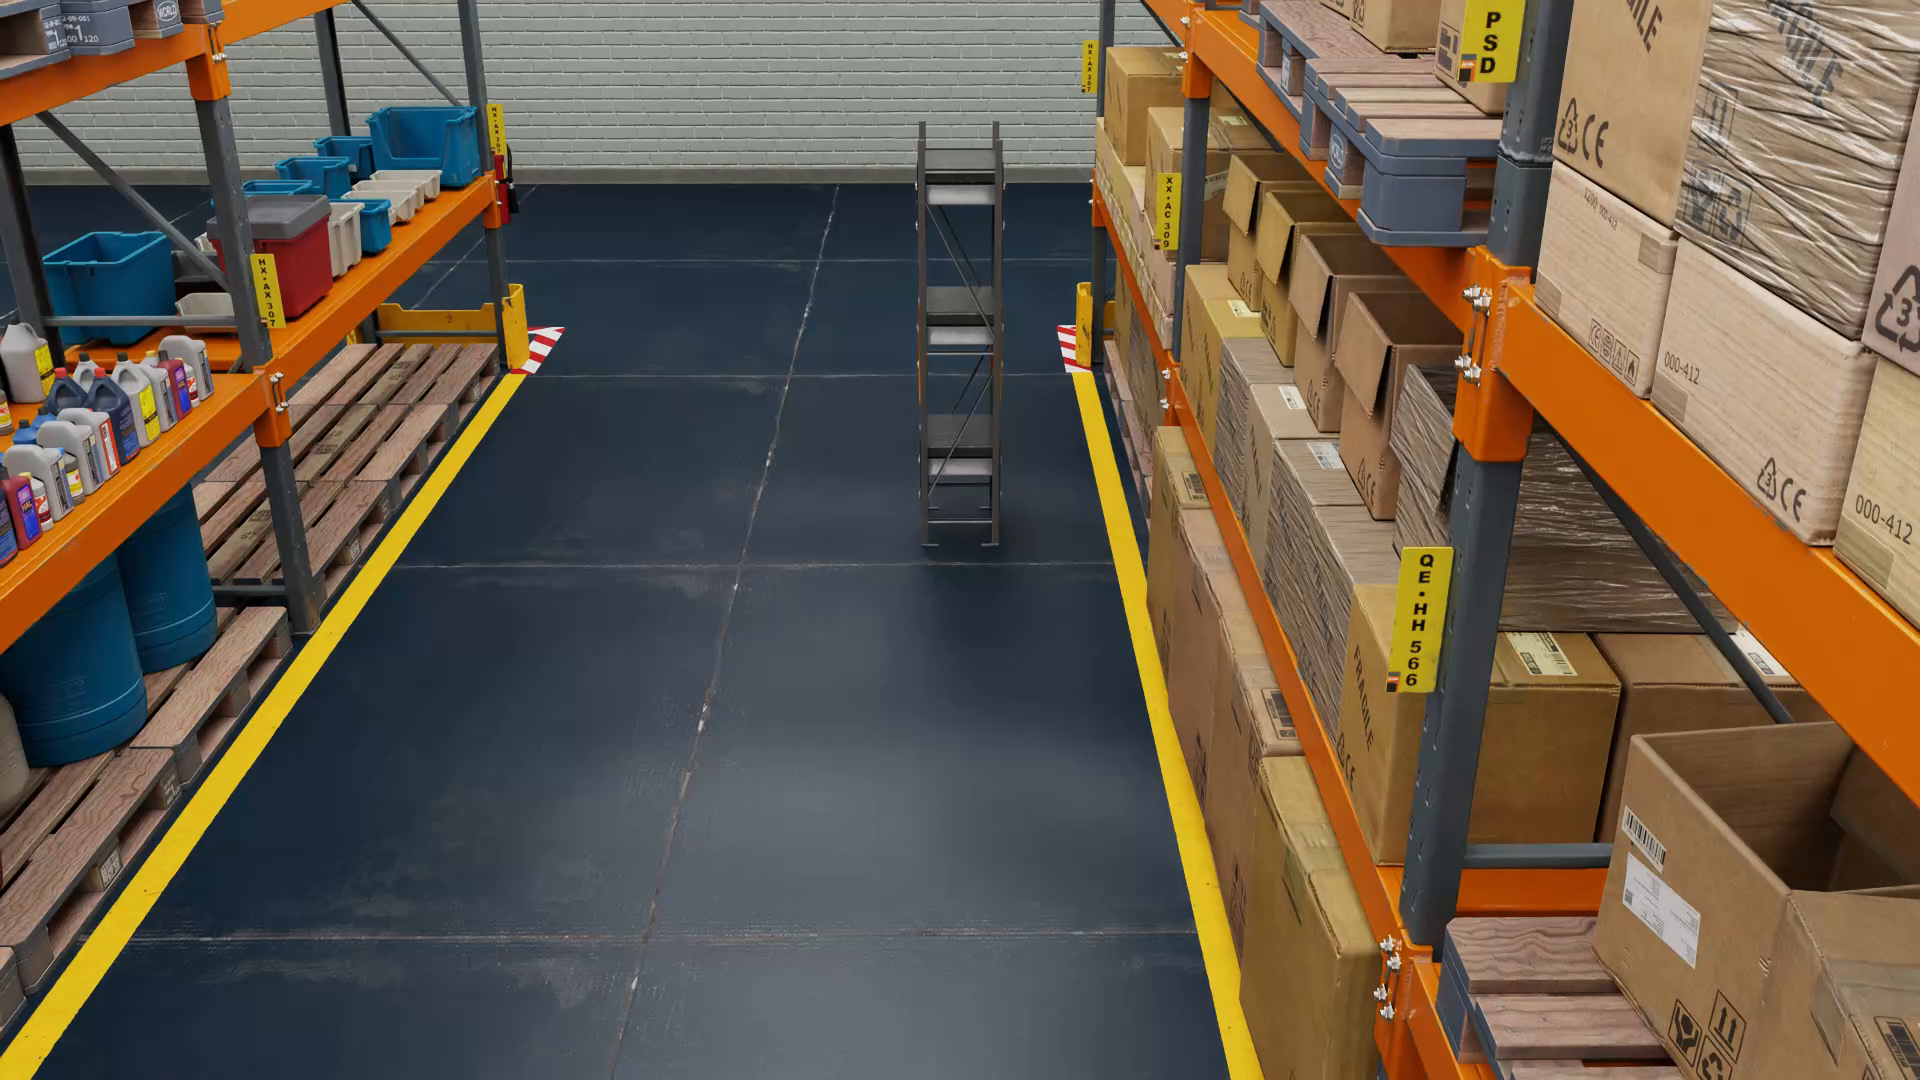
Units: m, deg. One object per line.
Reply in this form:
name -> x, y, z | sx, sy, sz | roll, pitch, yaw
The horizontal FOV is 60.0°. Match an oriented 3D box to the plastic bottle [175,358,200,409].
plastic bottle -> -3.162, -0.640, 6.765 | 0.097, 0.201, 0.097 | 0, 24, 0

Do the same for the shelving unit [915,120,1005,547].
shelving unit -> -0.002, -1.025, 8.468 | 0.431, 2.100, 0.503 | 0, 24, -1

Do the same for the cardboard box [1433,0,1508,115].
cardboard box -> 1.399, -1.169, 3.420 | 0.797, 0.503, 0.637 | 1, 24, 3

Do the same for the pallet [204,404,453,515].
pallet -> -3.582, -0.475, 9.544 | 1.003, 0.211, 1.213 | 0, 24, -1

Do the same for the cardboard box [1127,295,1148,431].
cardboard box -> 1.487, -1.194, 9.819 | 0.875, 0.875, 0.875 | 0, 24, -1

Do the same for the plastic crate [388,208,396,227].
plastic crate -> -3.334, -1.803, 9.344 | 0.298, 0.136, 0.250 | 0, 24, -1

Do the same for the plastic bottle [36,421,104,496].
plastic bottle -> -3.180, -0.307, 5.940 | 0.152, 0.276, 0.135 | 0, 24, -1

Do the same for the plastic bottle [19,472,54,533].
plastic bottle -> -3.149, -0.130, 5.639 | 0.097, 0.201, 0.097 | 0, 24, 0

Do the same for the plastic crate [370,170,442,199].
plastic crate -> -3.372, -2.159, 10.131 | 0.396, 0.136, 0.243 | 0, 24, -1

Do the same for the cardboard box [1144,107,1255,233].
cardboard box -> 1.160, -1.765, 7.923 | 0.500, 0.500, 0.500 | 0, 24, 0

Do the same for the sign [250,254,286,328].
sign -> -2.969, -1.067, 7.132 | 0.100, 0.325, 0.005 | 0, 24, -1

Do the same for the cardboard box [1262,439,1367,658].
cardboard box -> 1.216, 0.020, 4.944 | 0.500, 0.500, 0.500 | -1, 24, -2

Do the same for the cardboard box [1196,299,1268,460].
cardboard box -> 1.195, -0.609, 6.335 | 0.500, 0.500, 0.500 | 0, 24, 0

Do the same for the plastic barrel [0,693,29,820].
plastic barrel -> -3.605, 0.753, 5.955 | 0.421, 0.512, 0.421 | 0, 24, 0

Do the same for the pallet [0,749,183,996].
pallet -> -3.536, 1.154, 5.943 | 1.003, 0.211, 1.213 | 0, 24, -1

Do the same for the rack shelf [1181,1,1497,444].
rack shelf -> 1.456, -1.176, 4.943 | 1.077, 0.370, 4.000 | 0, 24, -1

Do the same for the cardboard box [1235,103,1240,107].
cardboard box -> 1.676, -1.986, 8.412 | 0.500, 0.500, 0.500 | -1, 24, -2

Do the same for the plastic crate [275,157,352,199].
plastic crate -> -3.882, -2.164, 10.024 | 0.416, 0.233, 0.300 | 0, 24, -1

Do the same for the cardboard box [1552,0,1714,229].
cardboard box -> 1.226, -0.758, 2.418 | 0.500, 0.500, 0.500 | 0, 24, 0

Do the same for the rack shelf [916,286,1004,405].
rack shelf -> -0.002, -1.012, 8.474 | 0.431, 0.518, 0.480 | 0, 24, -1

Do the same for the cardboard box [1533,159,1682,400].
cardboard box -> 1.228, -0.416, 2.573 | 0.500, 0.250, 0.500 | 0, 24, 0

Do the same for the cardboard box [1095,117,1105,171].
cardboard box -> 1.126, -2.477, 10.409 | 0.500, 0.250, 0.500 | -1, 24, -2

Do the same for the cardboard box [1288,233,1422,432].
cardboard box -> 1.468, -0.662, 5.234 | 0.797, 0.503, 0.637 | 1, 24, 1

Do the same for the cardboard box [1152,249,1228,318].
cardboard box -> 1.167, -1.209, 7.604 | 0.500, 0.250, 0.500 | -1, 24, -2

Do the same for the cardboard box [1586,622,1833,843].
cardboard box -> 1.744, 0.440, 4.015 | 0.500, 0.500, 0.500 | 0, 24, 1

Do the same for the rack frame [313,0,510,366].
rack frame -> -3.562, -2.587, 10.830 | 1.000, 3.000, 0.127 | 0, 24, -1

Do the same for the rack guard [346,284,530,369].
rack guard -> -3.576, -1.458, 11.367 | 1.175, 0.500, 0.348 | 0, 24, -1

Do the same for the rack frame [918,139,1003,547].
rack frame -> 0.001, -0.924, 8.246 | 0.400, 2.100, 0.015 | 0, 24, -1

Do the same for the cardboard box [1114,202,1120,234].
cardboard box -> 1.081, -1.817, 9.433 | 0.380, 0.149, 0.250 | -1, 24, -1

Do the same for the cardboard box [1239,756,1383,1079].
cardboard box -> 1.491, 1.180, 4.571 | 1.225, 0.875, 0.875 | -1, 24, -3

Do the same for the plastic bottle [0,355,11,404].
plastic bottle -> -3.940, -0.678, 6.750 | 0.061, 0.283, 0.133 | 0, 24, -1

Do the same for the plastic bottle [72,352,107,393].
plastic bottle -> -3.326, -0.538, 6.360 | 0.144, 0.351, 0.185 | 0, 24, -1

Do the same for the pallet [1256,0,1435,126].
pallet -> 1.402, -1.319, 4.616 | 1.003, 0.211, 1.213 | 1, 24, 2

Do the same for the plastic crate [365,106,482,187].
plastic crate -> -3.372, -2.493, 10.507 | 0.616, 0.435, 0.499 | 0, 24, -1

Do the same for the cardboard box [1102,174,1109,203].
cardboard box -> 1.072, -2.136, 10.137 | 0.380, 0.149, 0.250 | -1, 24, -2

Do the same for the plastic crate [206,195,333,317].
plastic crate -> -3.278, -1.364, 7.976 | 0.402, 0.464, 0.583 | 0, 24, -1

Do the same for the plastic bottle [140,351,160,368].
plastic bottle -> -3.316, -0.679, 6.853 | 0.097, 0.201, 0.097 | 0, 24, 0

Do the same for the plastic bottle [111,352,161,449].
plastic bottle -> -3.181, -0.539, 6.362 | 0.144, 0.351, 0.185 | 0, 24, -1

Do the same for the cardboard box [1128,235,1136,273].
cardboard box -> 1.089, -1.500, 8.732 | 0.380, 0.149, 0.250 | -1, 24, -1

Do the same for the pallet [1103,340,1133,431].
pallet -> 1.477, -1.010, 10.726 | 1.003, 0.211, 1.213 | 0, 24, -1

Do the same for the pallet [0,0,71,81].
pallet -> -3.397, -1.430, 4.860 | 1.003, 0.211, 1.213 | 0, 24, -1

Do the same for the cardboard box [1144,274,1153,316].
cardboard box -> 1.097, -1.183, 8.030 | 0.380, 0.149, 0.250 | -1, 24, -1

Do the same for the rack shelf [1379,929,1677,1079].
rack shelf -> 1.499, 1.839, 1.917 | 1.077, 0.370, 4.000 | 0, 24, -1

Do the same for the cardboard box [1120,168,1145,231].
cardboard box -> 1.151, -1.841, 9.002 | 0.500, 0.250, 0.500 | -1, 24, -2

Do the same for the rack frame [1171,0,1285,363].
rack frame -> 1.434, -0.961, 7.235 | 1.000, 3.000, 0.127 | 0, 24, -1

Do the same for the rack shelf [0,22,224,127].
rack shelf -> -3.497, -1.154, 4.894 | 1.077, 0.370, 4.000 | 0, 24, -1

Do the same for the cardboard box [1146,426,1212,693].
cardboard box -> 1.461, 0.079, 7.003 | 1.225, 0.875, 0.875 | 0, 24, 0

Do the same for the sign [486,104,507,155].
sign -> -3.012, -2.671, 10.817 | 0.100, 0.325, 0.005 | 0, 24, -1

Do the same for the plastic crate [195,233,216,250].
plastic crate -> -3.838, -1.562, 8.811 | 0.293, 0.136, 0.466 | 0, 24, -1

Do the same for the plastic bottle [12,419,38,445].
plastic bottle -> -3.305, -0.297, 5.923 | 0.097, 0.271, 0.097 | 0, 24, 0
